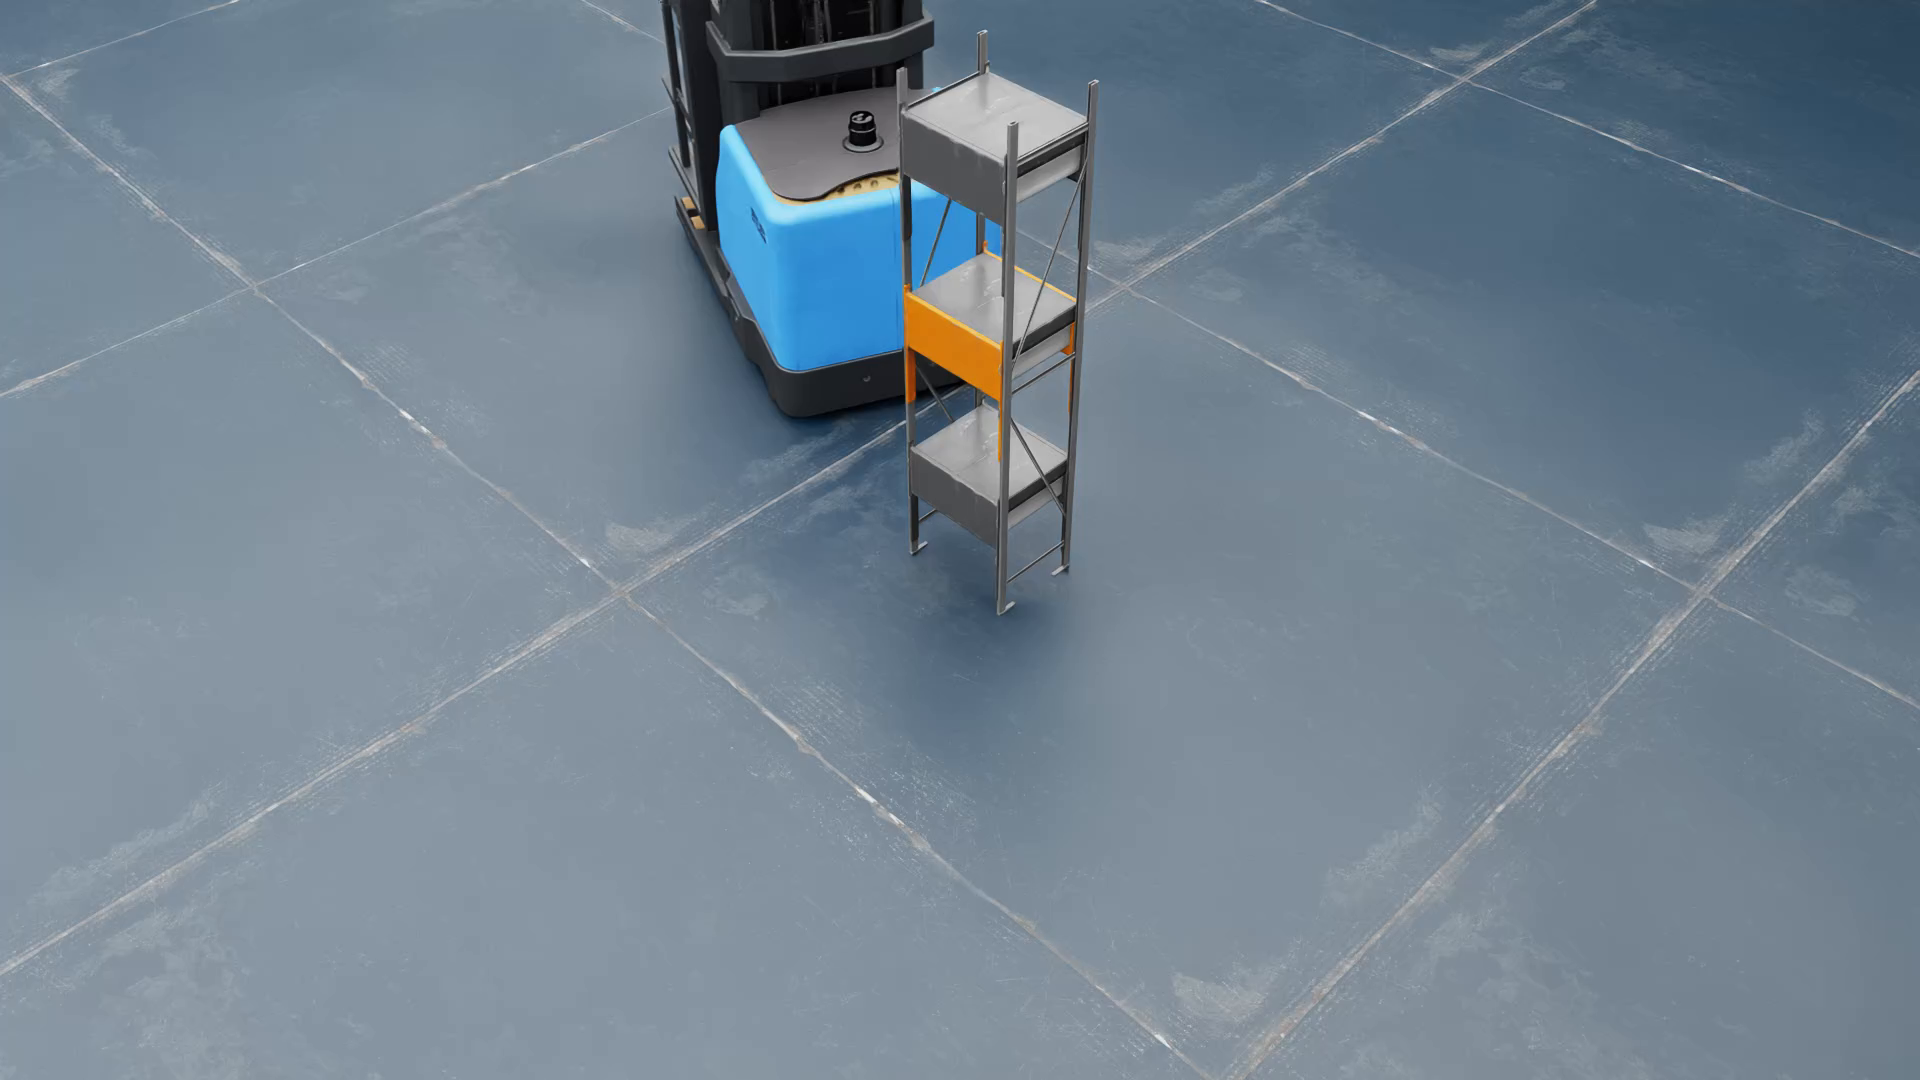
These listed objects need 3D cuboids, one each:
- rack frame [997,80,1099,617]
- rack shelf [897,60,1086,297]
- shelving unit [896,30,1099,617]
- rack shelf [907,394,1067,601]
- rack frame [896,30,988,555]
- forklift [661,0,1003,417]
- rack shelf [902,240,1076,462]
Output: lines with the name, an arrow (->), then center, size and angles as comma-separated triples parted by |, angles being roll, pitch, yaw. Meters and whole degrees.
rack frame -> 0.289, -0.574, 5.824 | 0.400, 2.100, 0.015 | -34, 53, -31
rack shelf -> 0.117, -1.196, 5.486 | 0.431, 0.518, 0.480 | -34, 53, -31
shelving unit -> 0.117, -0.692, 5.951 | 0.431, 2.100, 0.503 | -34, 53, -31
rack shelf -> 0.117, -0.167, 6.436 | 0.431, 0.518, 0.480 | -34, 53, -31
rack frame -> -0.055, -0.809, 6.078 | 0.400, 2.100, 0.015 | -34, 53, -31
forklift -> -0.798, -2.623, 7.428 | 1.130, 2.935, 3.031 | -14, 45, -15
rack shelf -> 0.117, -0.682, 5.961 | 0.431, 0.518, 0.480 | -34, 53, -31
